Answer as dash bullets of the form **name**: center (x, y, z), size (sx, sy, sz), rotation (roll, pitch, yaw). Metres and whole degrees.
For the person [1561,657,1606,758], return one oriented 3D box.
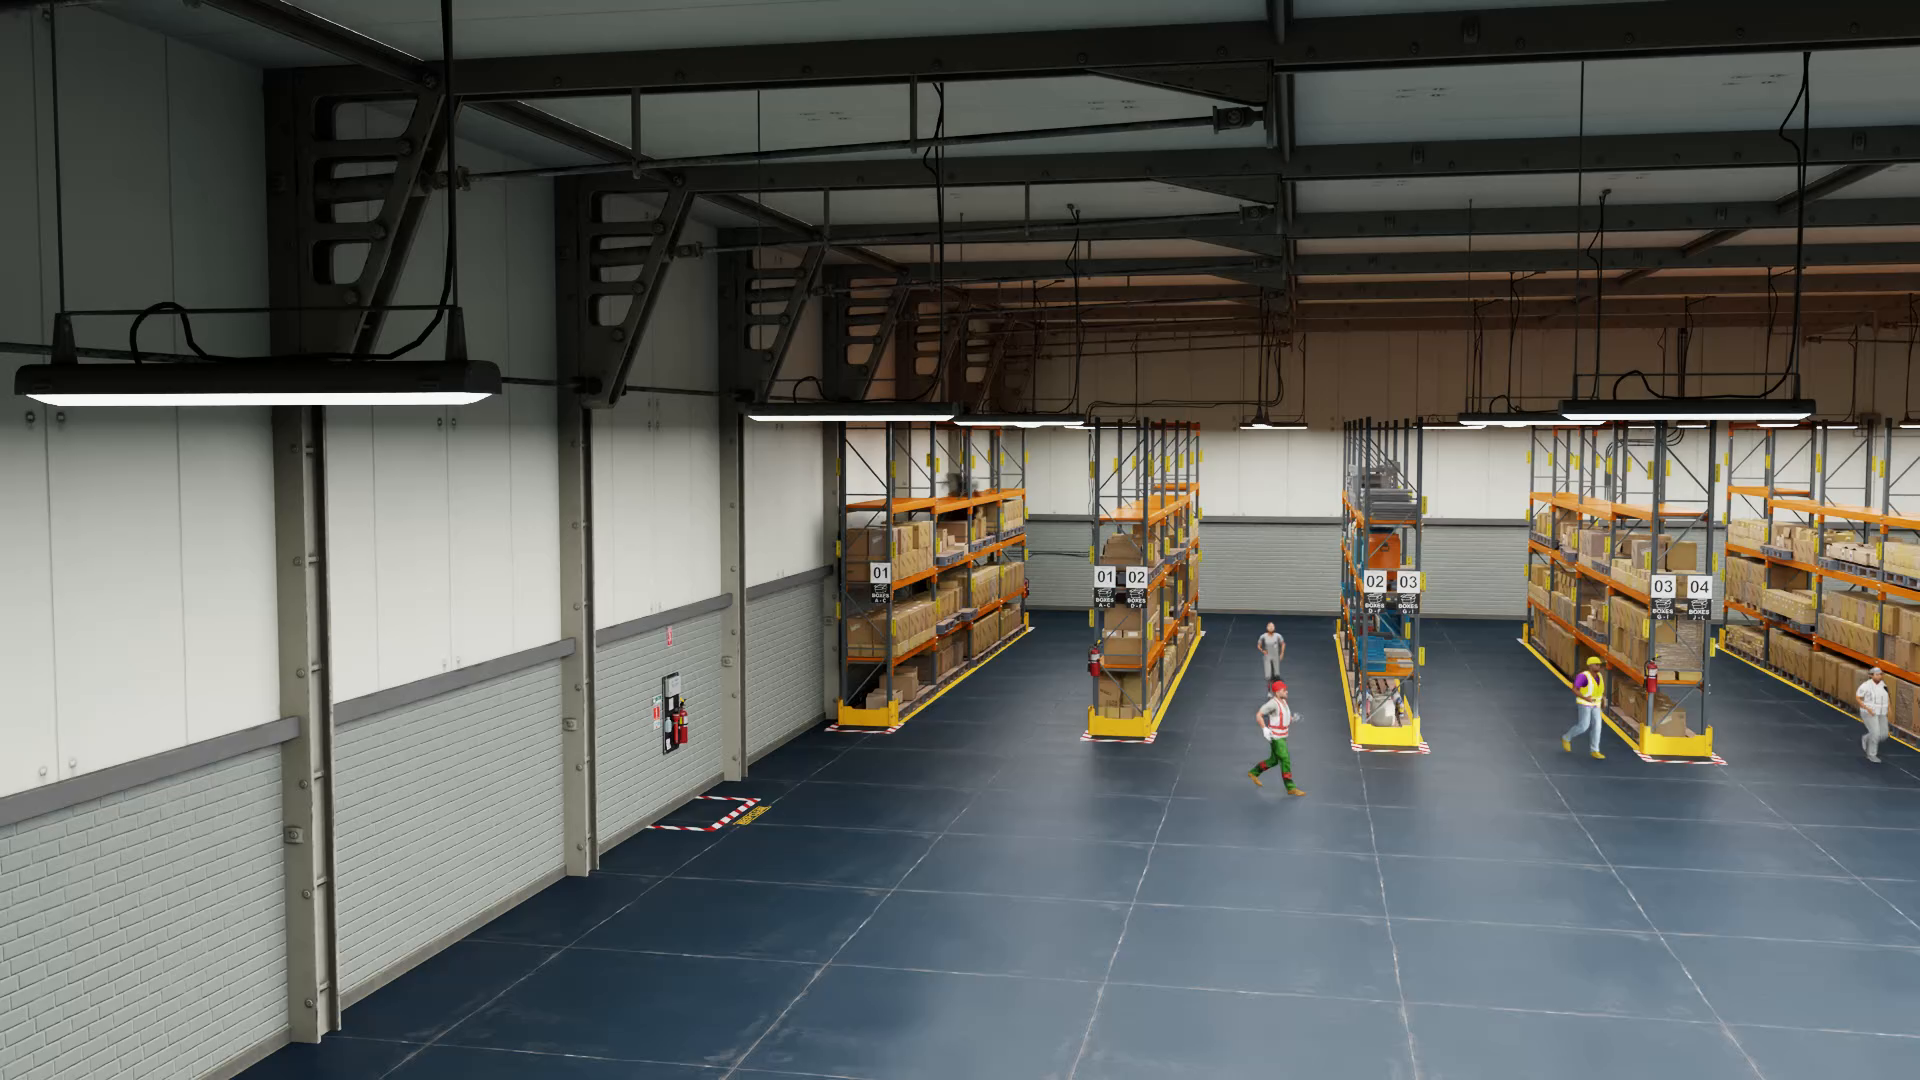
- **person**: center (11.134, 2.930, 29.433), size (0.764, 1.751, 0.863), rotation (-2, 4, -28)

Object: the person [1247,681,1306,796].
- **person**: center (4.981, 3.098, 26.179), size (0.993, 1.769, 0.661), rotation (2, 4, 31)

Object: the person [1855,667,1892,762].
- **person**: center (15.951, 3.027, 29.095), size (0.644, 1.628, 0.605), rotation (-1, 4, -11)

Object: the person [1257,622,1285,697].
- **person**: center (6.723, 2.578, 35.936), size (0.601, 1.636, 0.578), rotation (0, 4, 5)
